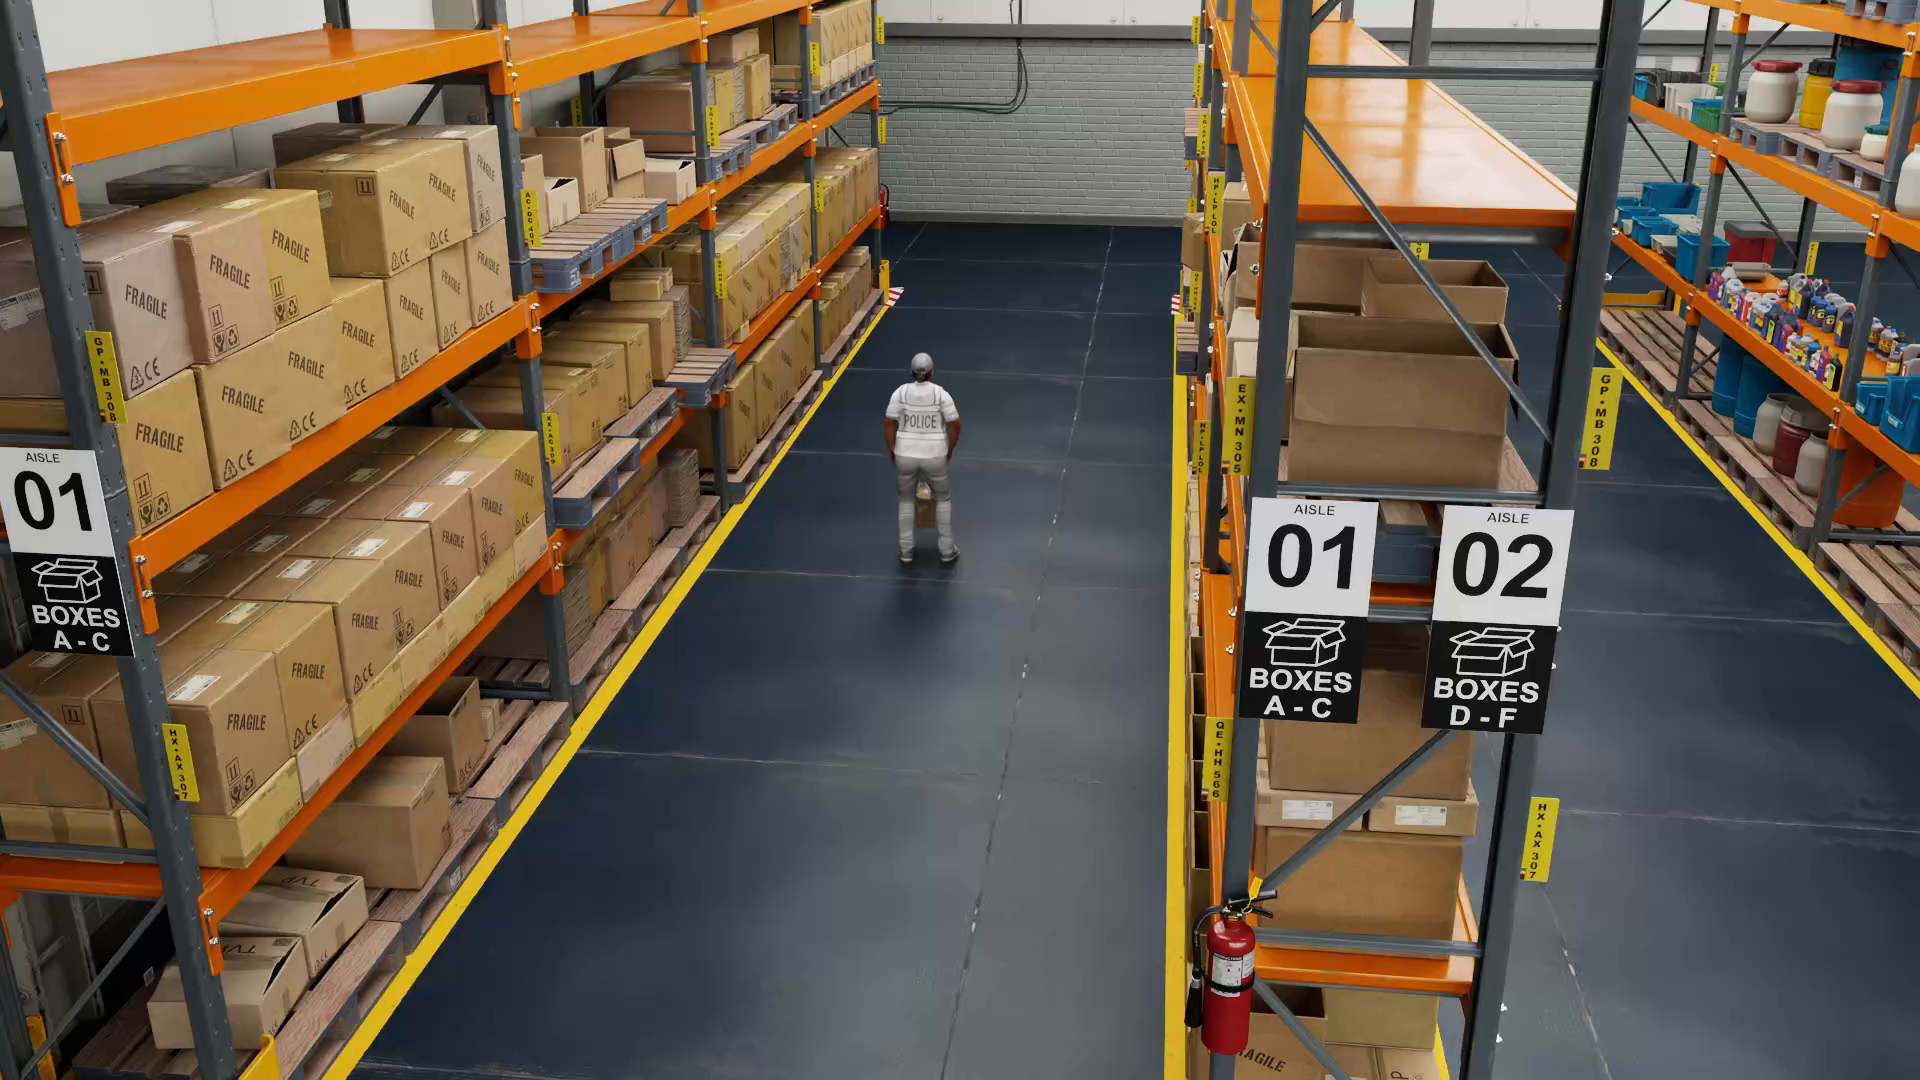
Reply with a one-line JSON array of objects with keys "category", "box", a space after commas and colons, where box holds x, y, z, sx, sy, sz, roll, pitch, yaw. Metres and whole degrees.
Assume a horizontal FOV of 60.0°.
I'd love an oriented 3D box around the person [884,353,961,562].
[{"category": "person", "box": [-0.294, -0.661, 13.201, 0.606, 1.635, 0.512, 2, 21, 5]}]
